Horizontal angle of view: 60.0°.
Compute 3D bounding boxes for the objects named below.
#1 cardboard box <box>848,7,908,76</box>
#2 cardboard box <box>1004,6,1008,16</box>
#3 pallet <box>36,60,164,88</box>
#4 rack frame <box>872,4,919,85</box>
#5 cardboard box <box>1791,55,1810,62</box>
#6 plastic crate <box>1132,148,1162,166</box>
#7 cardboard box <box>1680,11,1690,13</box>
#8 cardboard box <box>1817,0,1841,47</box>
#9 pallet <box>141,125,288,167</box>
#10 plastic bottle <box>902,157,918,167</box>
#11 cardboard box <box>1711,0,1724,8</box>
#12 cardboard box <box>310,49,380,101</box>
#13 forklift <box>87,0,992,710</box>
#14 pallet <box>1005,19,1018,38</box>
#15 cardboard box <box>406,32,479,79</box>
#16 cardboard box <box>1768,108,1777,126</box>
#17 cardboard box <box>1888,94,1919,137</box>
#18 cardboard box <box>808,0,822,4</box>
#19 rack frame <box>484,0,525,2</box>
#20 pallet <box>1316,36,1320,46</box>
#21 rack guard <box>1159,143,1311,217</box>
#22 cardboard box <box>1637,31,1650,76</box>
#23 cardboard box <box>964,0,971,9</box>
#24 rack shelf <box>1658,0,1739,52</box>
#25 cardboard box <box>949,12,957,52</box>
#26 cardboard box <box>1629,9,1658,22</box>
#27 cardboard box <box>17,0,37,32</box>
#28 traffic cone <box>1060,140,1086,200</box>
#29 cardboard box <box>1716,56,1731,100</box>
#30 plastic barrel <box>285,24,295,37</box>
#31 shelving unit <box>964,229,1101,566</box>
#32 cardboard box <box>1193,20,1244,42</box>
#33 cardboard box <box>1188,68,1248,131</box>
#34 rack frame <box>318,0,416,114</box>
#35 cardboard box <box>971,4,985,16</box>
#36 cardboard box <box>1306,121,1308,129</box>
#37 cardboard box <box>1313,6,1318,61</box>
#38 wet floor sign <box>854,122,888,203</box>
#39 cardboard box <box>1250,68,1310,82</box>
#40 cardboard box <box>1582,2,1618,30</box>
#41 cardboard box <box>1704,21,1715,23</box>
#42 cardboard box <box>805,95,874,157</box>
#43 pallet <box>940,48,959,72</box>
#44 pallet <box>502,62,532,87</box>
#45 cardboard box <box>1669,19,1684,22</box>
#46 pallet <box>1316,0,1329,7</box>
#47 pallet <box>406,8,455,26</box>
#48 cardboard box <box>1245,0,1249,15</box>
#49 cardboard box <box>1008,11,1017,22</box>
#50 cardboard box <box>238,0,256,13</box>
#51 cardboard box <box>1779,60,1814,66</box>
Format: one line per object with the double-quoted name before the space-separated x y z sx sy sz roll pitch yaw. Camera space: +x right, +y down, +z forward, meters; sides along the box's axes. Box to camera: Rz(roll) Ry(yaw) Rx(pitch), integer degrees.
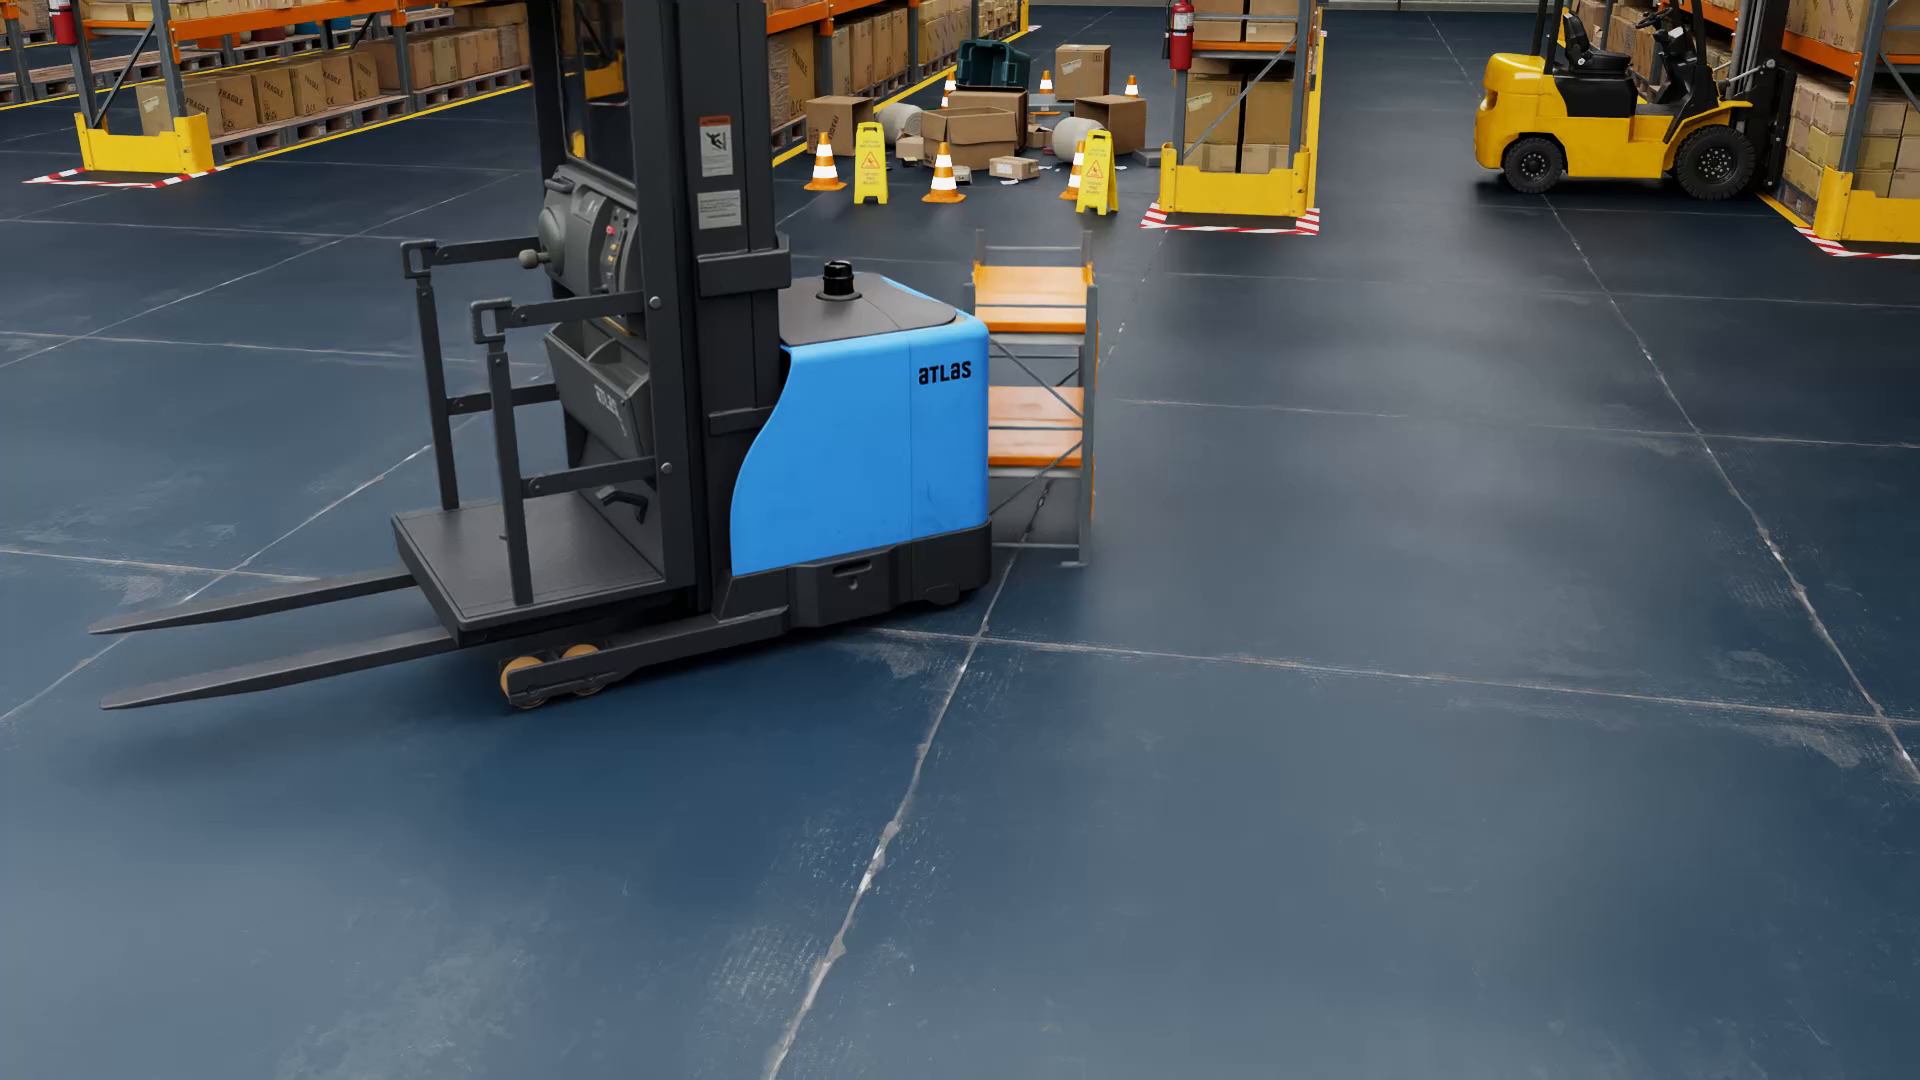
"cardboard box" -1.249 -6.242 20.787 1.050 0.750 0.750 4 22 10
"cardboard box" 0.570 -8.648 27.166 0.380 0.149 0.250 5 22 12
"pallet" -11.168 -6.081 21.670 1.003 0.211 1.213 4 22 11
"rack frame" -1.037 -7.307 20.981 1.000 3.000 0.127 4 22 11
"cardboard box" 7.962 -4.315 15.333 0.500 0.250 0.500 5 22 12
"plastic crate" 1.890 -3.638 15.779 0.402 0.080 0.583 -3 22 -8
"cardboard box" 9.490 -6.755 21.527 0.380 0.149 0.250 5 22 12
"cardboard box" 7.015 -4.099 12.883 0.500 0.500 0.500 5 23 13
"pallet" -7.289 -3.825 16.068 1.003 0.211 1.213 4 22 11
"plastic bottle" -0.473 -3.547 15.579 0.133 0.061 0.283 -3 22 -8
"cardboard box" 7.817 -5.446 16.560 0.500 0.250 0.500 4 22 11
"cardboard box" -6.809 -5.151 18.412 0.500 0.500 0.500 4 22 9
"forklift" -1.422 -1.030 5.488 3.031 2.935 1.130 -12 25 -27
"pallet" 0.379 -8.617 27.967 1.003 0.211 1.213 4 22 11
"cardboard box" -6.312 -5.904 20.255 0.700 0.500 0.500 3 22 6
"cardboard box" 7.154 -3.573 14.158 0.500 0.250 0.500 4 22 11
"cardboard box" 7.340 -3.208 12.584 0.500 0.250 0.500 4 22 10
"cardboard box" -1.917 -5.778 16.984 0.875 0.550 0.550 4 22 11
"rack frame" -5.872 -7.722 22.012 1.000 3.000 0.127 4 22 11
"pallet" 4.877 -7.408 24.965 1.003 0.211 1.213 4 22 11
"rack guard" 2.213 -2.909 13.407 1.175 0.500 0.348 4 22 11
"cardboard box" 8.678 -5.978 20.466 0.500 0.500 0.500 4 22 10
"cardboard box" -0.125 -7.861 24.138 0.500 0.250 0.500 4 22 9
"rack shelf" 8.281 -5.524 17.518 1.077 0.370 4.000 4 22 11
"cardboard box" -0.339 -7.140 23.352 0.500 0.500 0.500 4 22 10
"cardboard box" 9.020 -6.886 21.852 0.380 0.149 0.250 4 22 11
"cardboard box" -14.887 -8.234 26.040 0.500 0.500 0.500 4 22 9
"traffic cone" 1.022 -3.120 13.980 0.336 0.463 0.334 4 22 11
"cardboard box" 7.969 -4.412 16.409 0.875 0.625 0.625 5 23 13
"plastic barrel" -10.379 -7.947 25.338 0.421 0.512 0.421 0 22 0
"shelving unit" 0.290 -0.618 6.882 0.538 1.125 1.048 1 22 3
"cardboard box" 2.064 -4.077 13.298 0.380 0.149 0.250 5 23 13
"cardboard box" 2.208 -3.812 14.418 0.500 0.500 0.500 5 23 13
"rack frame" -6.688 -6.259 18.380 1.000 3.000 0.127 4 22 11
"cardboard box" 0.166 -8.125 25.469 0.380 0.149 0.250 6 23 14
"cardboard box" 2.843 -3.621 14.947 0.500 0.250 0.500 6 23 15
"cardboard box" 4.238 -6.748 21.875 0.875 0.875 0.875 5 22 12
"wet floor sign" -0.737 -3.128 13.755 0.267 0.644 0.232 1 22 2
"cardboard box" 2.739 -3.782 14.344 0.500 0.500 0.500 4 22 9
"cardboard box" 9.686 -7.839 25.086 0.500 0.500 0.500 5 22 12
"cardboard box" 9.181 -6.188 20.118 0.380 0.149 0.250 5 23 13
"cardboard box" -1.165 -4.040 16.212 0.500 0.500 0.500 8 23 20
"pallet" -0.625 -6.744 23.316 1.003 0.211 1.213 4 22 11
"pallet" -6.033 -6.143 21.823 1.003 0.211 1.213 4 22 11
"cardboard box" 8.665 -6.321 20.448 0.380 0.149 0.250 4 22 9
"pallet" 3.312 -5.683 17.206 1.003 0.211 1.213 4 22 11
"pallet" -9.295 -9.433 29.993 1.003 0.211 1.213 4 22 11
"cardboard box" 2.145 -4.627 13.796 0.500 0.500 0.500 5 22 11
"cardboard box" 0.739 -8.795 27.930 0.380 0.149 0.250 5 23 13
"cardboard box" -6.989 -5.130 15.912 0.380 0.149 0.250 4 22 11
"cardboard box" 7.353 -4.171 14.974 0.500 0.250 0.500 4 22 11
